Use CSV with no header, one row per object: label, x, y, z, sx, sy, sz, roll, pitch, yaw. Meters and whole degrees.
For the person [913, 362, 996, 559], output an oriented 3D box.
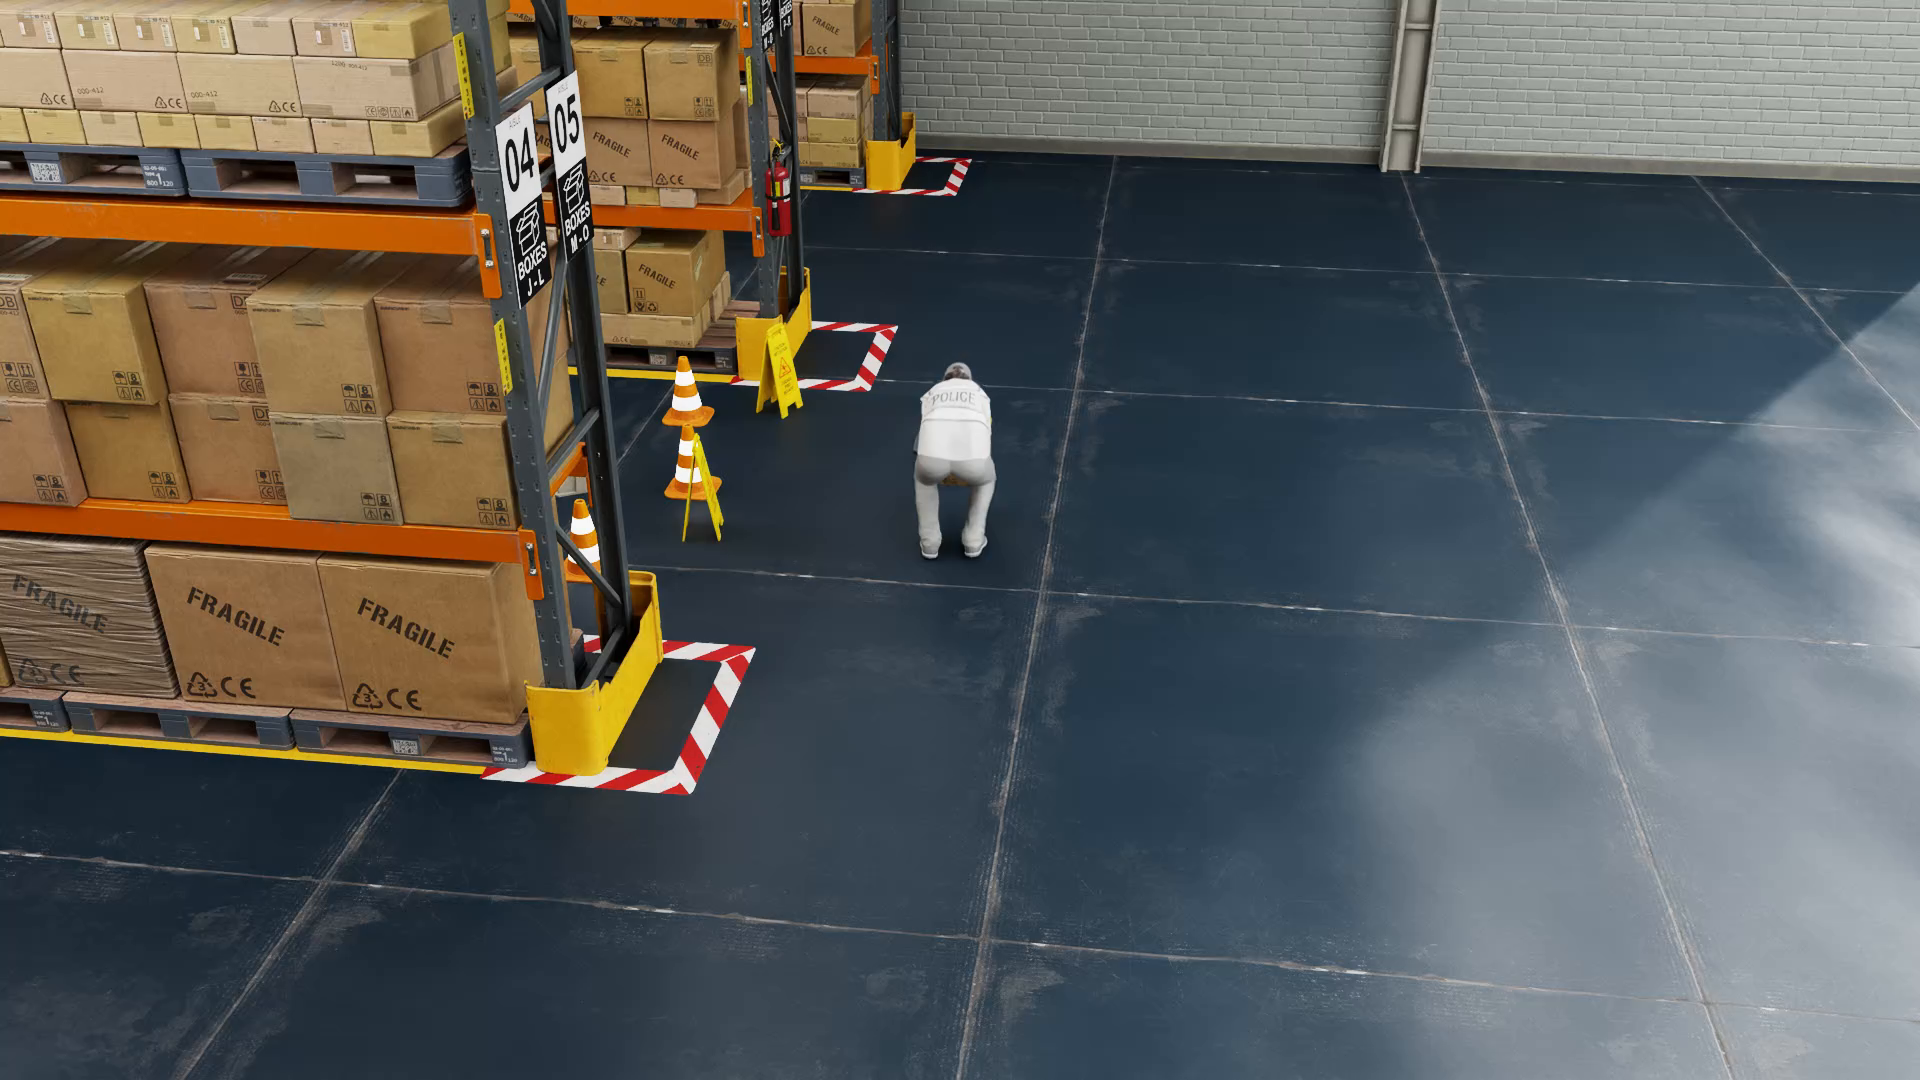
person,-0.030,-0.459,10.132,0.504,1.032,0.937,2,29,4
